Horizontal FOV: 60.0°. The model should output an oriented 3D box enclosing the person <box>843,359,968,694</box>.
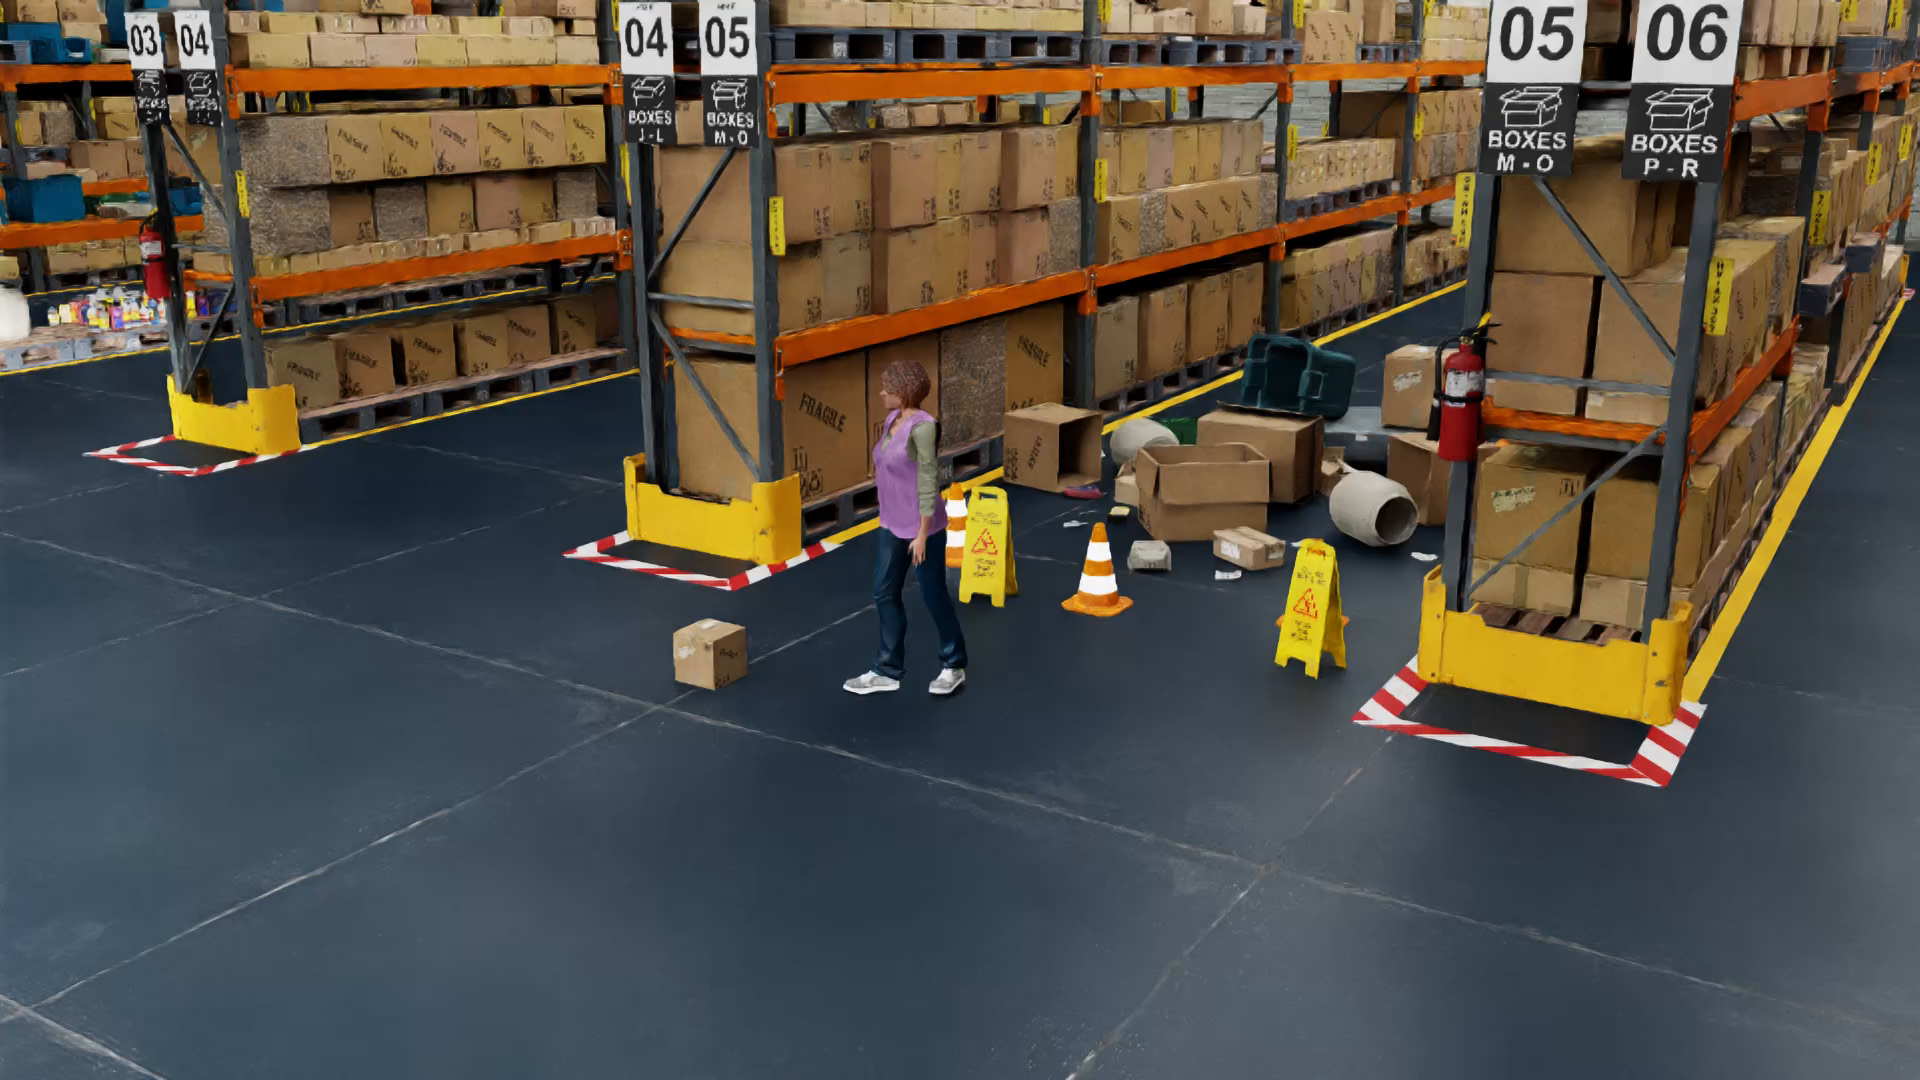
[{"bbox_3d":[-0.234,-0.045,7.698,0.565,1.597,0.417,-9,19,-29],"label":"person"}]
